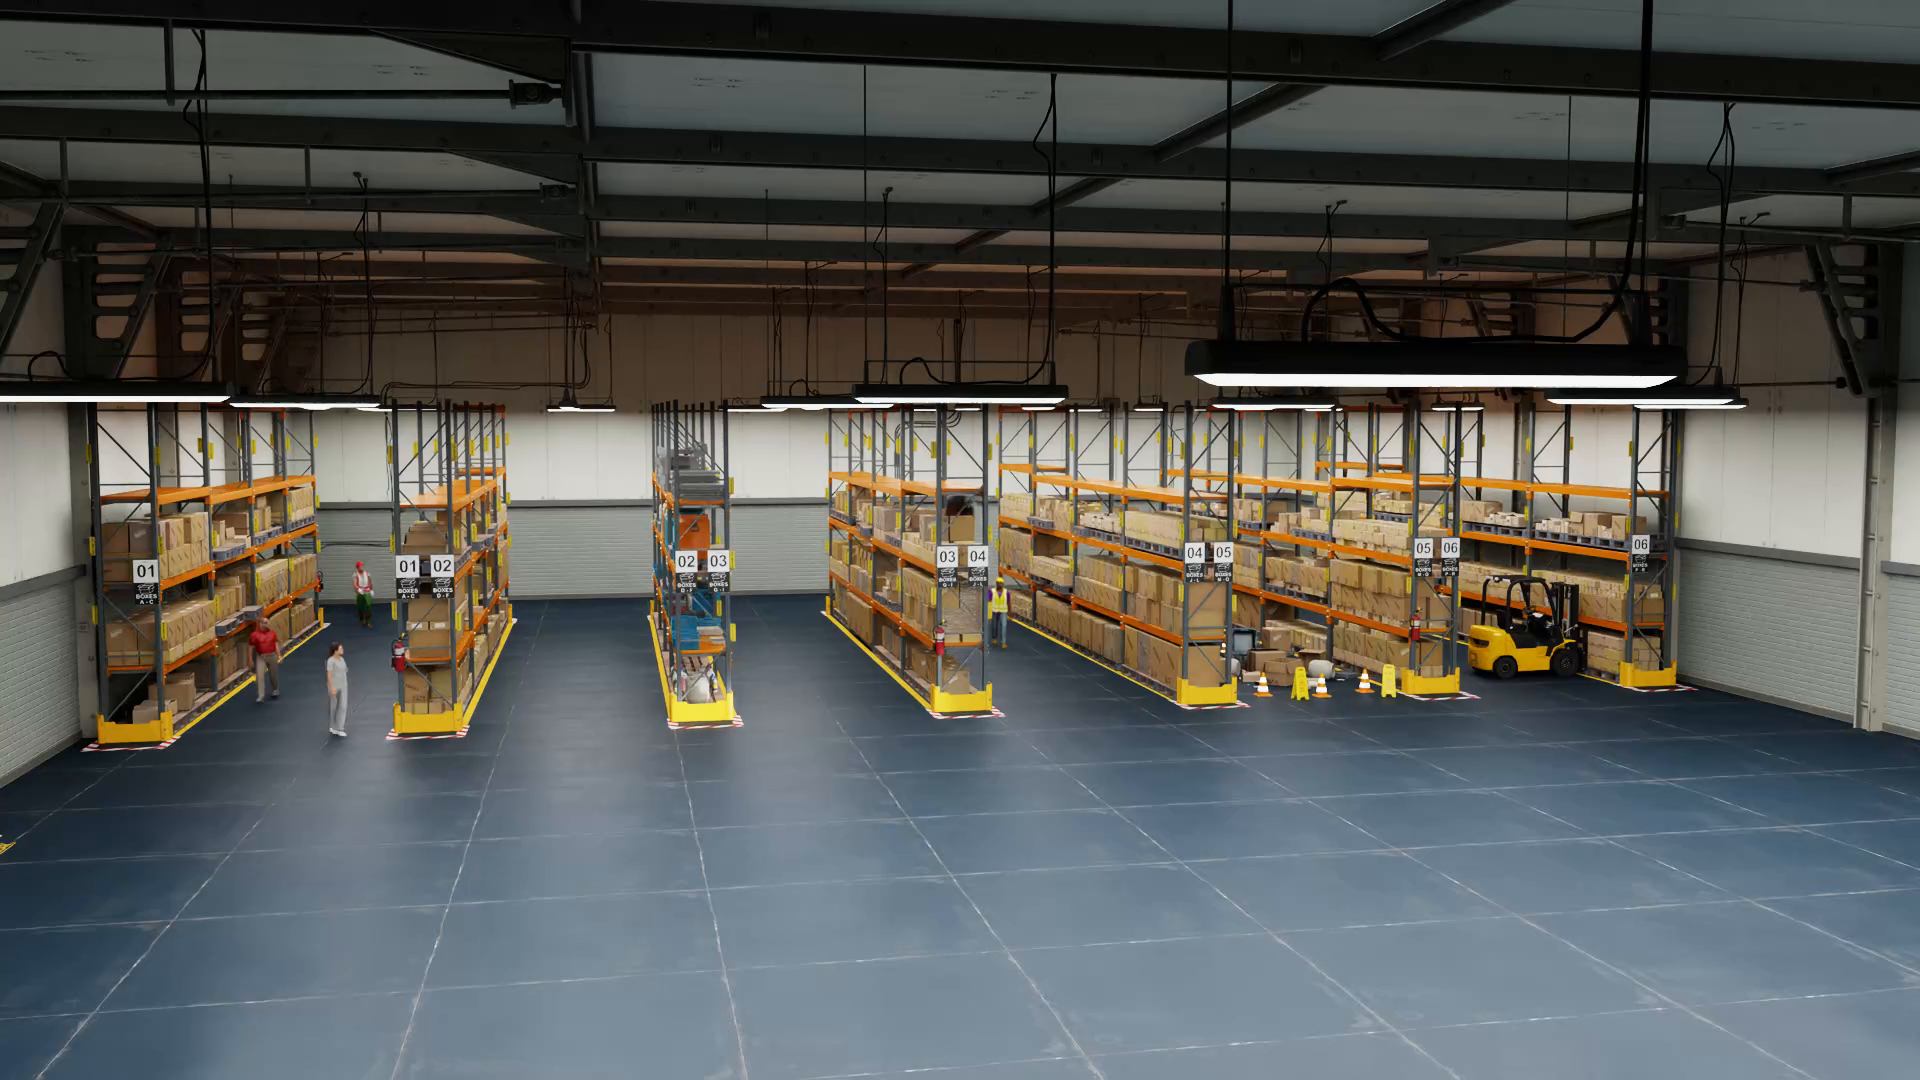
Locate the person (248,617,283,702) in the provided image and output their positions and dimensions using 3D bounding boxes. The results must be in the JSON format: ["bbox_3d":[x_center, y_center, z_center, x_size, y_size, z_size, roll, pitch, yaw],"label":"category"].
[{"bbox_3d":[-13.895,2.380,33.268,0.647,1.679,1.041,-1,5,-17],"label":"person"}]

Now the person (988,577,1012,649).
[{"bbox_3d":[0.963,1.779,40.848,0.638,1.722,1.036,0,4,-1],"label":"person"}]

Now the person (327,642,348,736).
[{"bbox_3d":[-11.172,2.667,29.805,0.625,1.681,0.465,4,6,42],"label":"person"}]

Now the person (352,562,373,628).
[{"bbox_3d":[-16.043,1.464,44.723,0.581,1.767,0.829,-2,5,-26],"label":"person"}]
